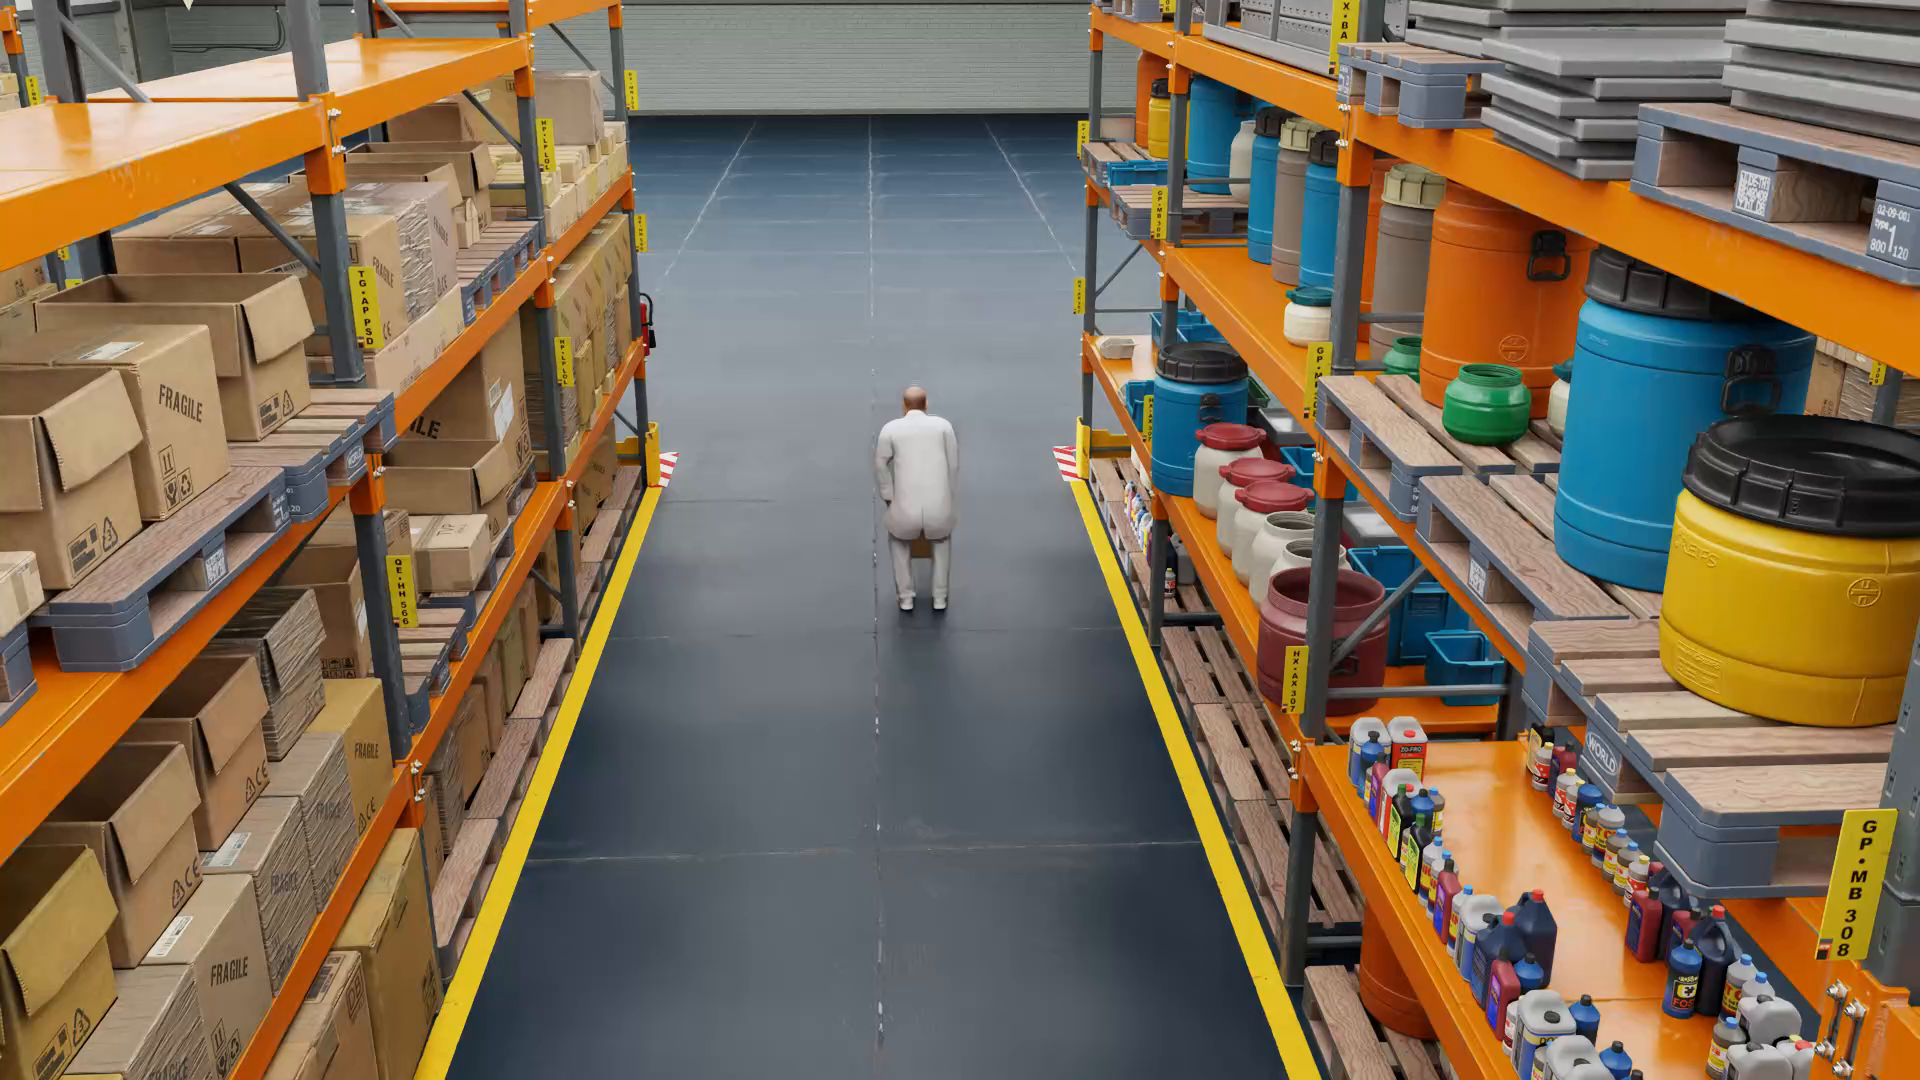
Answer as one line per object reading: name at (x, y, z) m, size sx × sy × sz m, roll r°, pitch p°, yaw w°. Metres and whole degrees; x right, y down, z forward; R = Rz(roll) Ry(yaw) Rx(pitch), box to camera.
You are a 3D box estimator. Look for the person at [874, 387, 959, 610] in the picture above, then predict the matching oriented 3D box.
person at (-0.314, -0.293, 12.152) m, size 0.619 × 1.612 × 0.564 m, roll -1°, pitch 20°, yaw -2°
